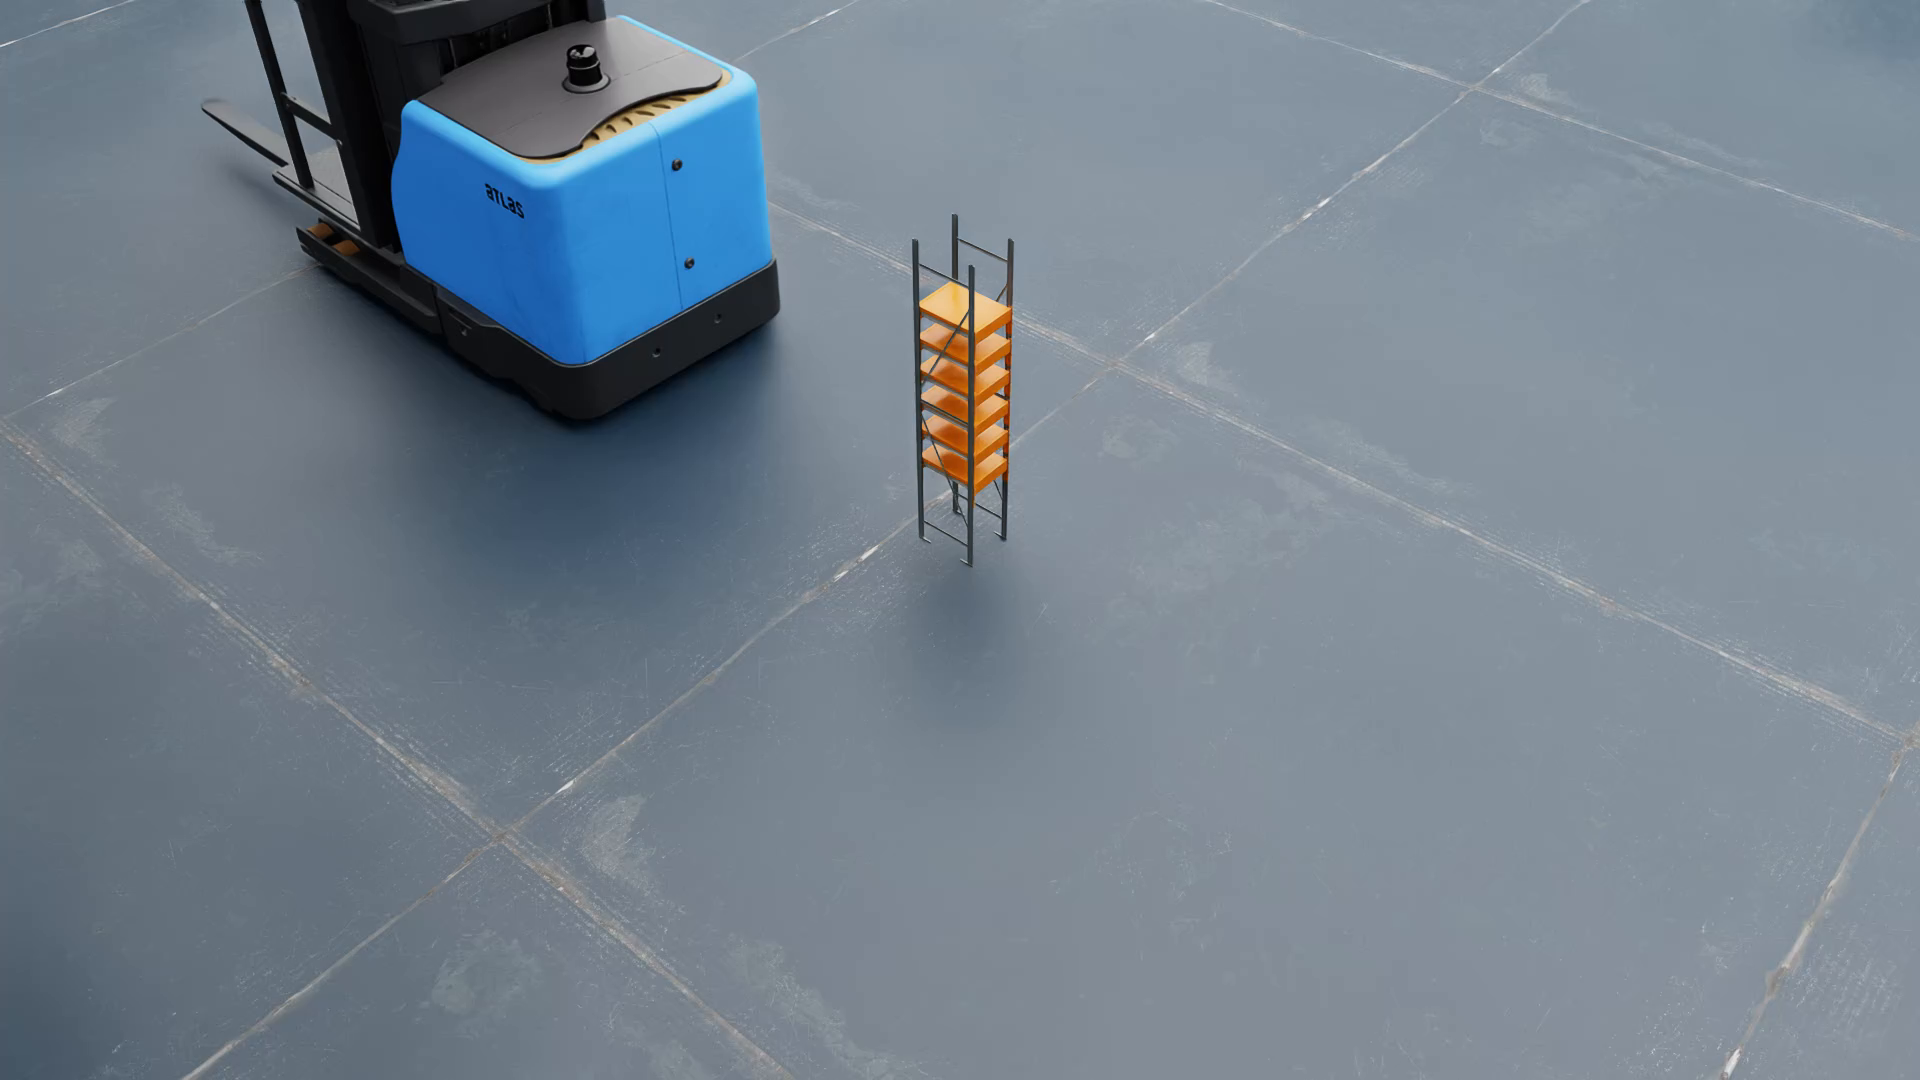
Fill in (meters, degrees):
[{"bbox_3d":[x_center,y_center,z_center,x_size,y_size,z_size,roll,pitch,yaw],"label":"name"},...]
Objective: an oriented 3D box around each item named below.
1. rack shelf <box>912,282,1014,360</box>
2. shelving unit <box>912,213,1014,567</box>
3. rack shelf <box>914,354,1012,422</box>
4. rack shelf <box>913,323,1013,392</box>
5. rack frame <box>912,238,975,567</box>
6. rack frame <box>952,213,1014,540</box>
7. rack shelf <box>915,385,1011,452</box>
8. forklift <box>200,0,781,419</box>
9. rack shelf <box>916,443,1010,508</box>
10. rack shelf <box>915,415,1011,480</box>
[{"bbox_3d":[0.009,-0.685,5.142,0.258,0.103,0.180,29,50,28],"label":"rack shelf"},{"bbox_3d":[0.009,-0.451,5.355,0.258,1.200,0.189,29,50,28],"label":"shelving unit"},{"bbox_3d":[0.009,-0.507,5.304,0.258,0.103,0.180,29,50,28],"label":"rack shelf"},{"bbox_3d":[0.009,-0.596,5.223,0.258,0.103,0.180,29,50,28],"label":"rack shelf"},{"bbox_3d":[-0.050,-0.404,5.303,0.240,1.200,0.006,29,50,28],"label":"rack frame"},{"bbox_3d":[0.068,-0.498,5.406,0.240,1.200,0.006,29,50,28],"label":"rack frame"},{"bbox_3d":[0.009,-0.419,5.384,0.258,0.103,0.180,29,50,28],"label":"rack shelf"},{"bbox_3d":[-2.144,-2.395,6.206,3.031,2.935,1.130,32,51,30],"label":"forklift"},{"bbox_3d":[0.009,-0.241,5.546,0.258,0.103,0.180,29,50,28],"label":"rack shelf"},{"bbox_3d":[0.009,-0.330,5.465,0.258,0.103,0.180,29,50,28],"label":"rack shelf"}]
